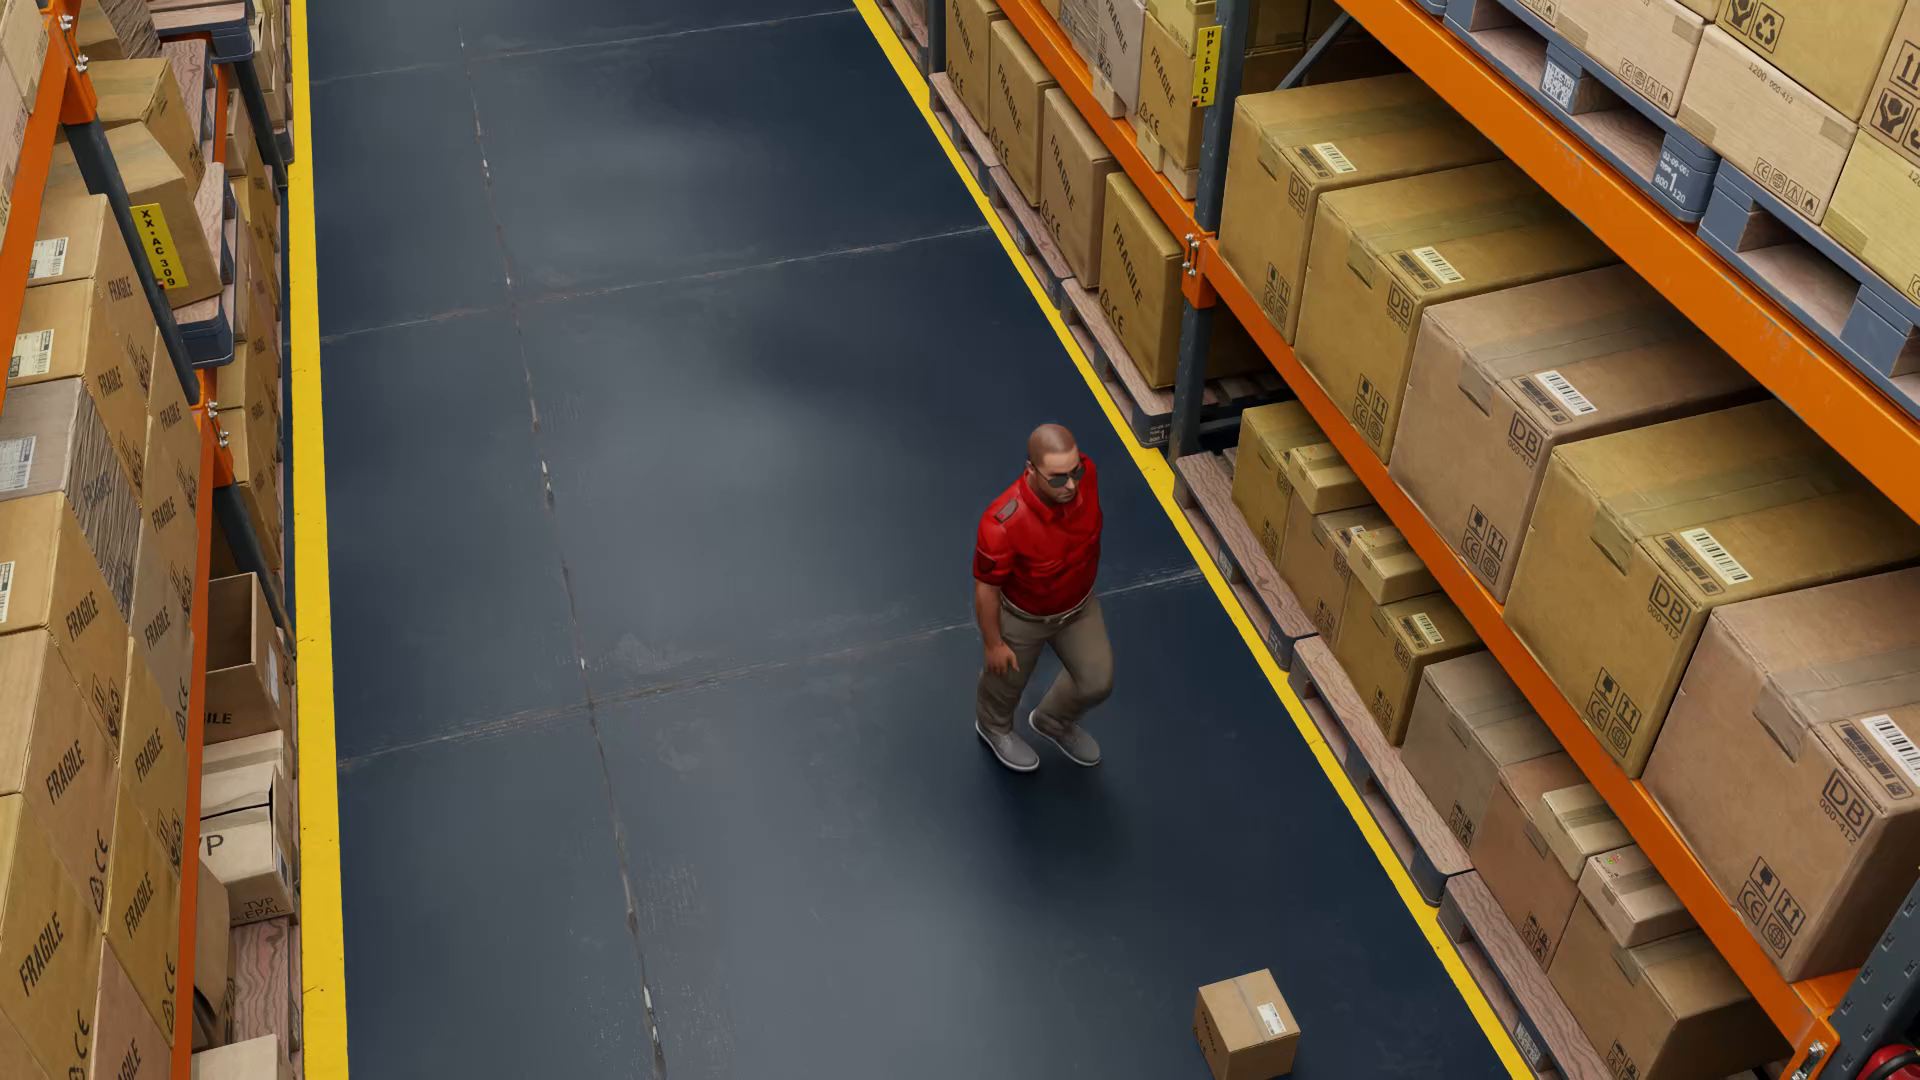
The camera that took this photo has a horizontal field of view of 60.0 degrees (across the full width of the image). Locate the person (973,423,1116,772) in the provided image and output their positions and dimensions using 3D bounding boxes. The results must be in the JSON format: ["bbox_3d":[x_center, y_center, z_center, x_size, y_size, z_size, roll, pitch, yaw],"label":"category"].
[{"bbox_3d":[0.257,0.238,5.907,0.570,1.739,0.528,-27,49,-27],"label":"person"}]
